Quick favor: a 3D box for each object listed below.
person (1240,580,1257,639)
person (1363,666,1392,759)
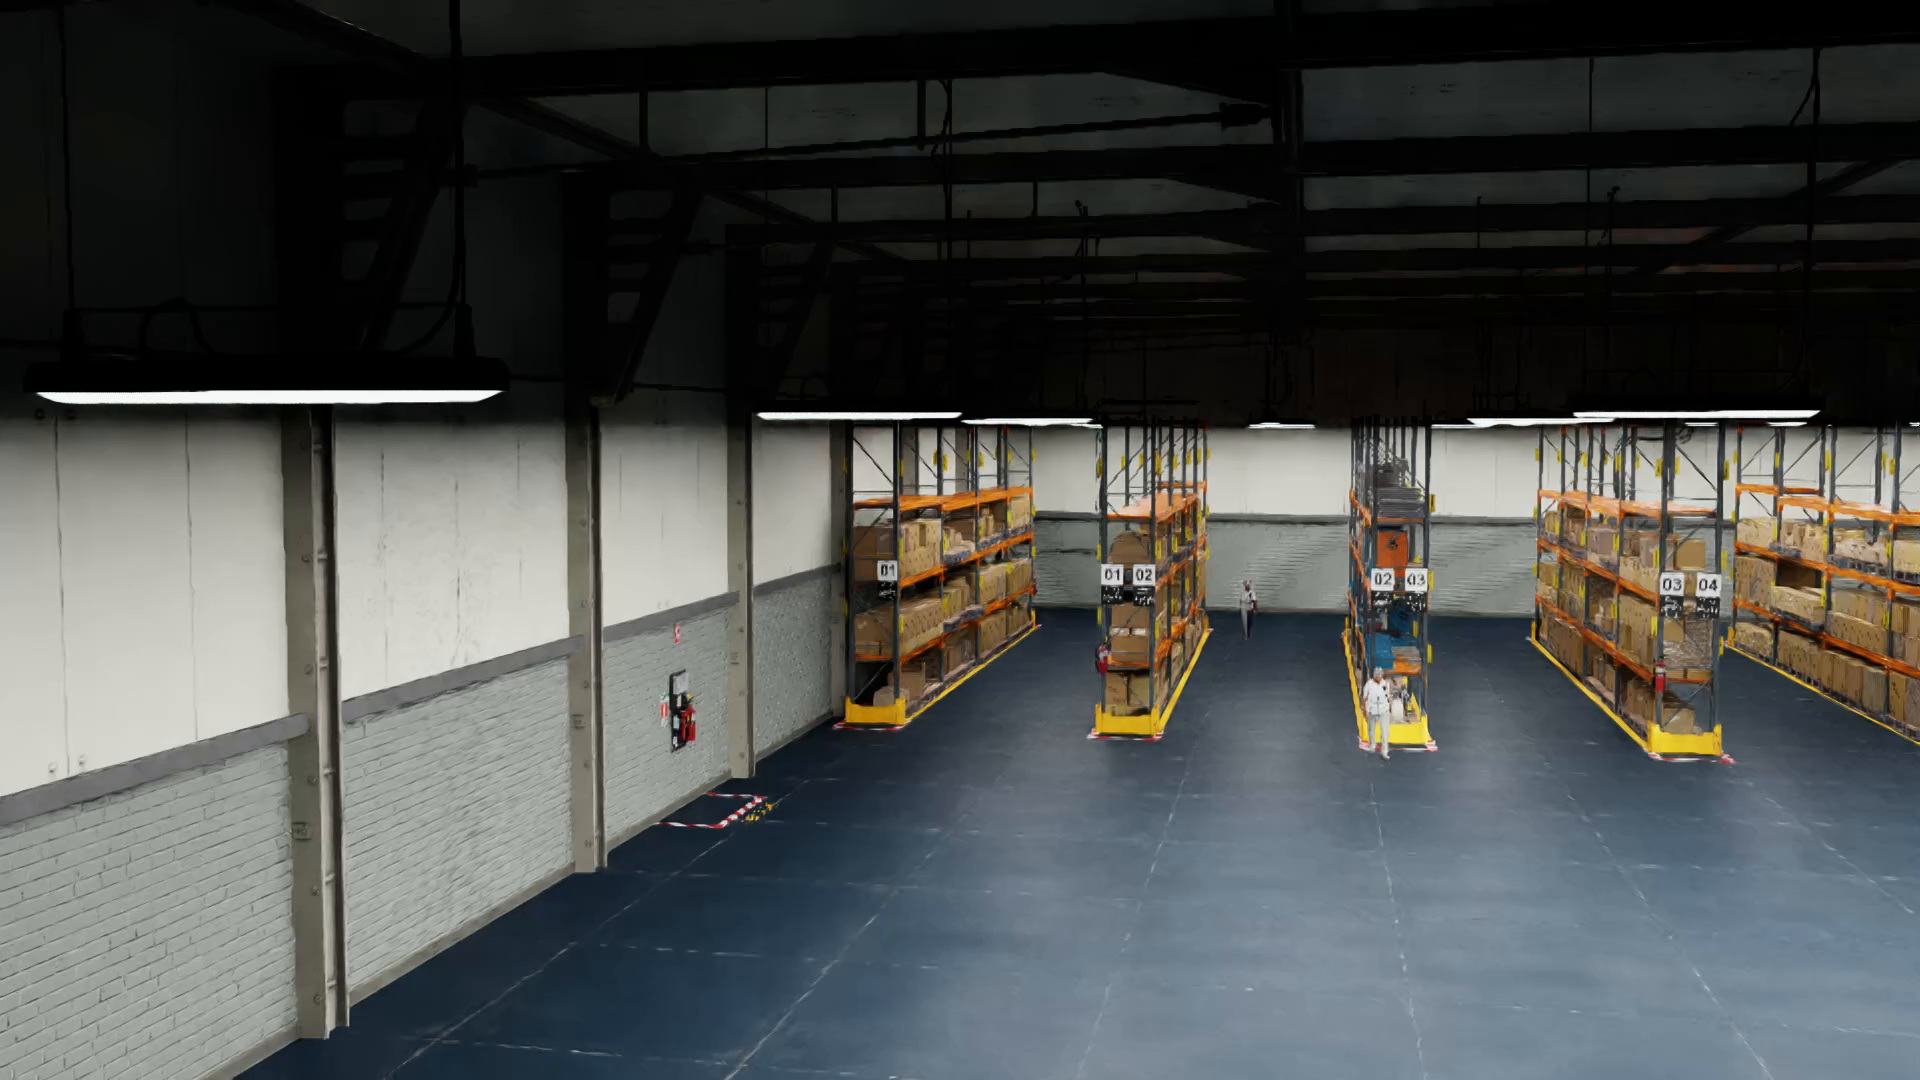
[{"bbox_3d":[7.878,1.883,45.411,0.463,1.620,0.998,1,4,11],"label":"person"},{"bbox_3d":[7.283,2.984,29.037,0.497,1.583,1.090,1,4,14],"label":"person"}]
